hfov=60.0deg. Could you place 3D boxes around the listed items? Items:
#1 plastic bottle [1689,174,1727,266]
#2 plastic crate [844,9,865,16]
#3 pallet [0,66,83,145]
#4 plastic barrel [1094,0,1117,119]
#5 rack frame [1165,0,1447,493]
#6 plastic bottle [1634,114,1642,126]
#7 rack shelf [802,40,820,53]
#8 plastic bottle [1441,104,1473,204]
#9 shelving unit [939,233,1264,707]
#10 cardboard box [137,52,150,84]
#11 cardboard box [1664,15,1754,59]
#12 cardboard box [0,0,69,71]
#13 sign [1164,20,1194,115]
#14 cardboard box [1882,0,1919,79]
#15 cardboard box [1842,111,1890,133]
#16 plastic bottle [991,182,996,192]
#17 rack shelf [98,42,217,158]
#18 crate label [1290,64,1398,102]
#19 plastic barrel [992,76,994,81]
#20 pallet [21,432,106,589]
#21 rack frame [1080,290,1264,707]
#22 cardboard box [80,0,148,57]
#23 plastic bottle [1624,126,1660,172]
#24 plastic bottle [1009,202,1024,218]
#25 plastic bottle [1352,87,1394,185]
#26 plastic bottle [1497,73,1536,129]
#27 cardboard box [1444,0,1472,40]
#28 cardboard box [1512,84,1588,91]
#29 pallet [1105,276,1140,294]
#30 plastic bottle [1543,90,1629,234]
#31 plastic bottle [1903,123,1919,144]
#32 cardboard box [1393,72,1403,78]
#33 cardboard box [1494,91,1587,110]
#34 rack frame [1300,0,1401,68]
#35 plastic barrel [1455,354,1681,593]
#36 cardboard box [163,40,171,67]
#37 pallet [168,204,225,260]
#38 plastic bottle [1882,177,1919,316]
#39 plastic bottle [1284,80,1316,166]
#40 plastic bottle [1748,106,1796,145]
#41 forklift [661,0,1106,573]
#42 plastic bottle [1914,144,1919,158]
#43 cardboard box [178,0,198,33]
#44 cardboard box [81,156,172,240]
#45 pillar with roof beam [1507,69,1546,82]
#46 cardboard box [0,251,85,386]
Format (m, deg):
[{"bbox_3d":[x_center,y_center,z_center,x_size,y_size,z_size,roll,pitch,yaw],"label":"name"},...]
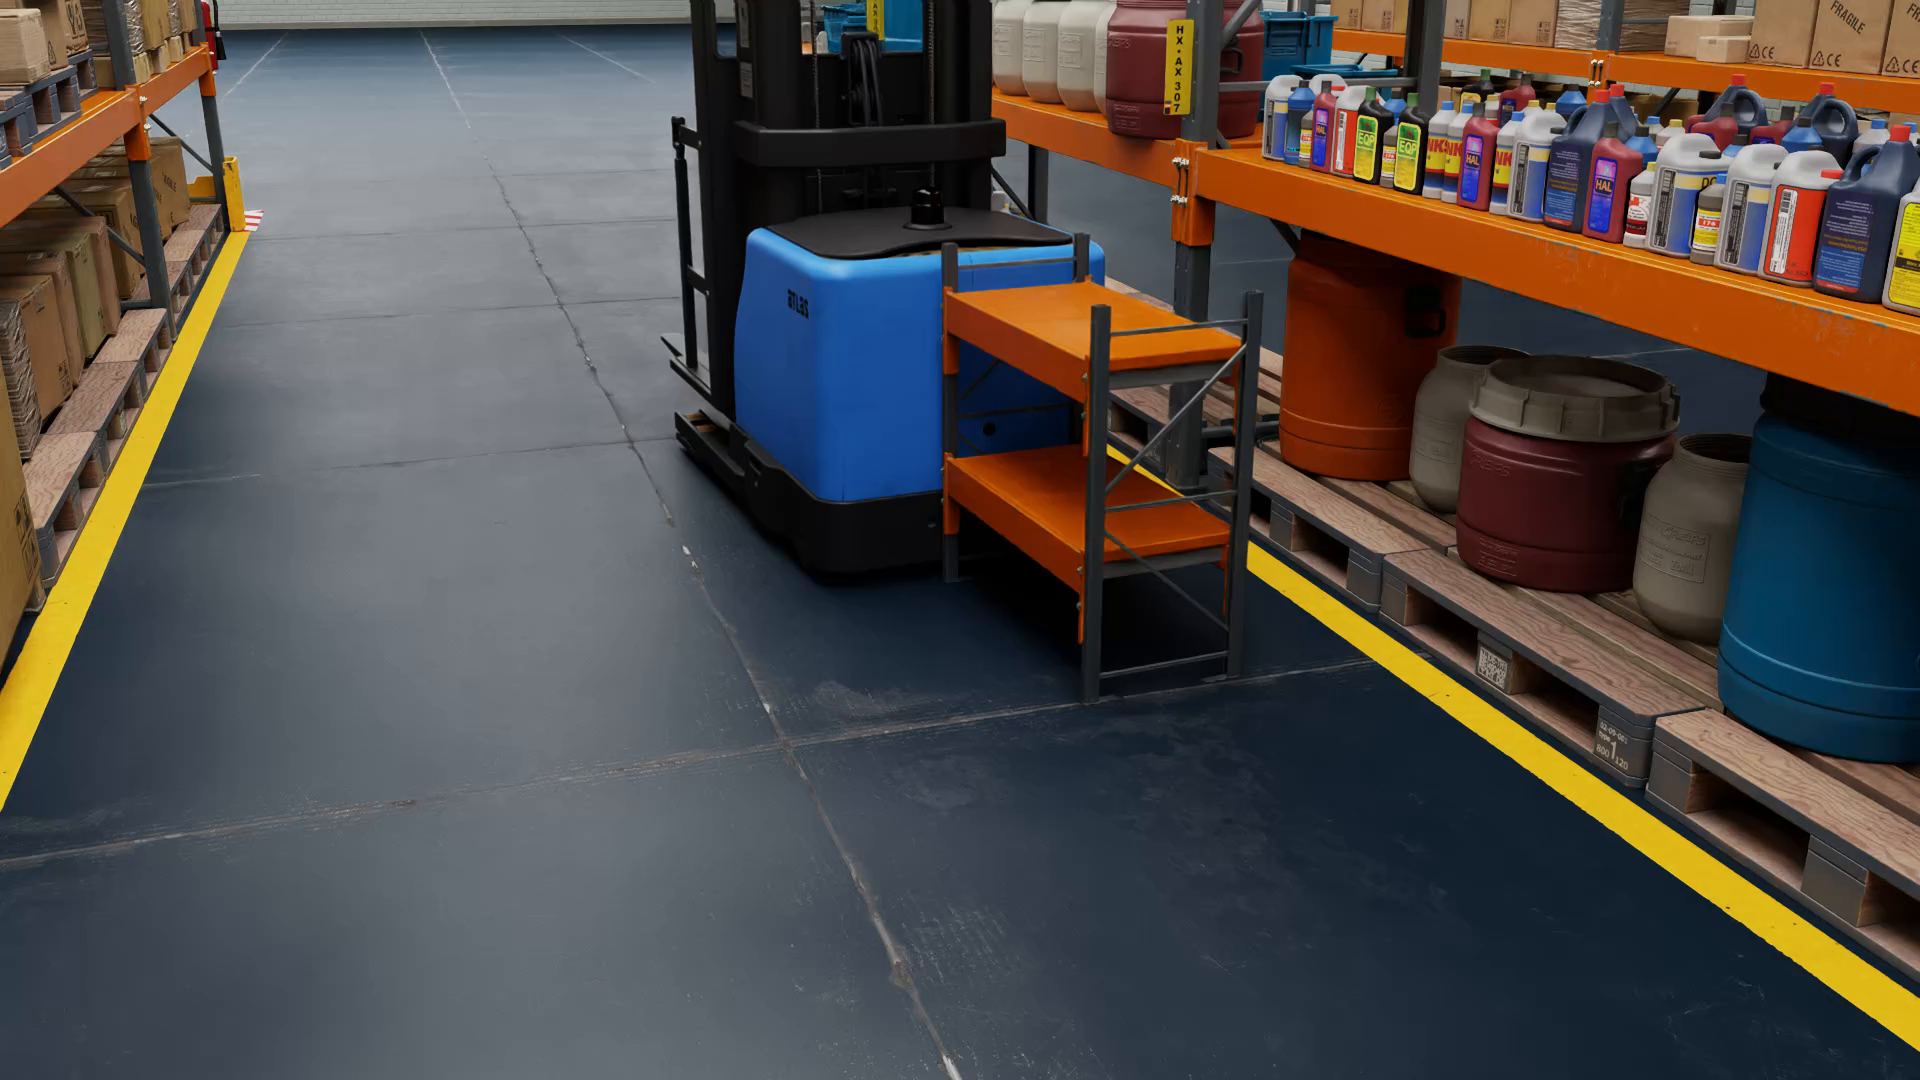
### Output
[{"bbox_3d":[1.748,-0.739,3.831,0.097,0.201,0.097,0,20,0],"label":"plastic bottle"},{"bbox_3d":[-0.575,-3.827,12.354,0.499,0.251,0.408,-6,21,-17],"label":"plastic crate"},{"bbox_3d":[-4.063,-1.682,6.446,1.003,0.211,1.213,-6,21,-17],"label":"pallet"},{"bbox_3d":[0.773,-2.028,6.959,0.421,0.512,0.421,0,20,0],"label":"plastic barrel"},{"bbox_3d":[1.300,-1.668,6.122,1.000,3.000,0.127,-6,21,-17],"label":"rack frame"},{"bbox_3d":[2.076,-1.221,5.171,0.097,0.201,0.097,0,20,0],"label":"plastic bottle"},{"bbox_3d":[-0.586,-3.255,11.604,1.077,0.370,4.000,-6,21,-17],"label":"rack shelf"},{"bbox_3d":[1.430,-1.097,4.724,0.097,0.271,0.097,0,20,0],"label":"plastic bottle"},{"bbox_3d":[0.376,-0.261,4.978,0.538,1.125,1.048,-8,21,-21],"label":"shelving unit"},{"bbox_3d":[-4.508,-2.489,8.782,0.380,0.149,0.250,-6,21,-17],"label":"cardboard box"},{"bbox_3d":[4.942,-3.252,10.756,0.500,0.250,0.500,-5,20,-14],"label":"cardboard box"},{"bbox_3d":[-4.027,-2.125,6.621,0.797,0.503,0.637,-4,20,-12],"label":"cardboard box"},{"bbox_3d":[0.780,-1.684,5.926,0.100,0.325,0.005,-6,21,-17],"label":"sign"},{"bbox_3d":[5.460,-2.777,9.062,0.500,0.500,0.500,-8,21,-20],"label":"cardboard box"},{"bbox_3d":[8.501,-3.815,15.426,0.500,0.311,0.500,-5,20,-13],"label":"cardboard box"},{"bbox_3d":[0.183,-2.215,10.913,0.144,0.351,0.185,-6,21,-16],"label":"plastic bottle"},{"bbox_3d":[-5.288,-2.728,10.139,1.077,0.370,4.000,-6,21,-17],"label":"rack shelf"},{"bbox_3d":[1.523,-1.764,6.638,0.303,0.233,0.416,-6,21,-17],"label":"crate label"},{"bbox_3d":[0.313,-2.445,8.491,0.301,0.262,0.301,0,20,0],"label":"plastic barrel"},{"bbox_3d":[-3.647,-0.080,5.827,1.003,0.211,1.213,-6,21,-17],"label":"pallet"},{"bbox_3d":[0.573,-0.102,4.537,0.500,1.125,0.032,-8,21,-21],"label":"rack frame"},{"bbox_3d":[-4.742,-2.763,8.584,0.875,0.500,0.500,-6,21,-17],"label":"cardboard box"},{"bbox_3d":[1.691,-0.896,4.164,0.097,0.271,0.097,0,20,0],"label":"plastic bottle"},{"bbox_3d":[0.358,-2.023,10.497,0.097,0.271,0.097,0,20,0],"label":"plastic bottle"},{"bbox_3d":[1.273,-1.243,5.113,0.061,0.283,0.133,-6,21,-17],"label":"plastic bottle"},{"bbox_3d":[1.904,-1.454,5.701,0.061,0.283,0.133,-6,21,-17],"label":"plastic bottle"},{"bbox_3d":[4.112,-4.159,12.912,0.700,0.500,0.500,-6,21,-16],"label":"cardboard box"},{"bbox_3d":[4.583,-3.236,12.825,0.500,0.500,0.500,-6,21,-17],"label":"cardboard box"},{"bbox_3d":[0.326,-1.391,9.477,1.003,0.211,1.213,-6,21,-17],"label":"pallet"},{"bbox_3d":[1.611,-0.975,4.265,0.144,0.351,0.185,-6,21,-17],"label":"plastic bottle"},{"bbox_3d":[2.399,-0.924,4.243,0.097,0.271,0.097,0,20,0],"label":"plastic bottle"},{"bbox_3d":[3.605,-3.661,14.008,0.500,0.500,0.500,-6,21,-17],"label":"cardboard box"},{"bbox_3d":[4.246,-3.020,12.225,0.500,0.500,0.500,-6,21,-17],"label":"cardboard box"},{"bbox_3d":[3.489,-4.760,14.732,1.000,3.000,0.127,-6,21,-17],"label":"rack frame"},{"bbox_3d":[1.824,-0.213,5.018,0.600,0.588,0.708,-6,21,-17],"label":"plastic barrel"},{"bbox_3d":[-4.926,-2.888,9.891,0.380,0.149,0.250,-6,21,-17],"label":"cardboard box"},{"bbox_3d":[-5.671,-2.108,11.472,1.003,0.211,1.213,-6,21,-17],"label":"pallet"},{"bbox_3d":[1.957,-0.621,3.281,0.144,0.351,0.185,-6,21,-17],"label":"plastic bottle"},{"bbox_3d":[1.139,-1.394,5.550,0.097,0.271,0.097,0,20,0],"label":"plastic bottle"},{"bbox_3d":[2.233,-1.053,4.583,0.061,0.283,0.133,-6,21,-17],"label":"plastic bottle"},{"bbox_3d":[-0.541,-1.733,6.406,1.130,2.935,3.031,-8,21,-21],"label":"forklift"},{"bbox_3d":[2.036,-0.696,3.489,0.144,0.351,0.185,-6,21,-17],"label":"plastic bottle"},{"bbox_3d":[-5.499,-3.569,10.827,0.875,0.500,0.500,-6,21,-17],"label":"cardboard box"},{"bbox_3d":[-5.337,-2.137,10.504,0.500,0.500,0.500,-4,20,-12],"label":"cardboard box"},{"bbox_3d":[3.259,-9.446,18.904,9.100,9.000,0.400,-6,21,-17],"label":"pillar with roof beam"},{"bbox_3d":[-4.179,-0.922,7.093,0.700,0.500,0.500,-8,21,-22],"label":"cardboard box"}]
